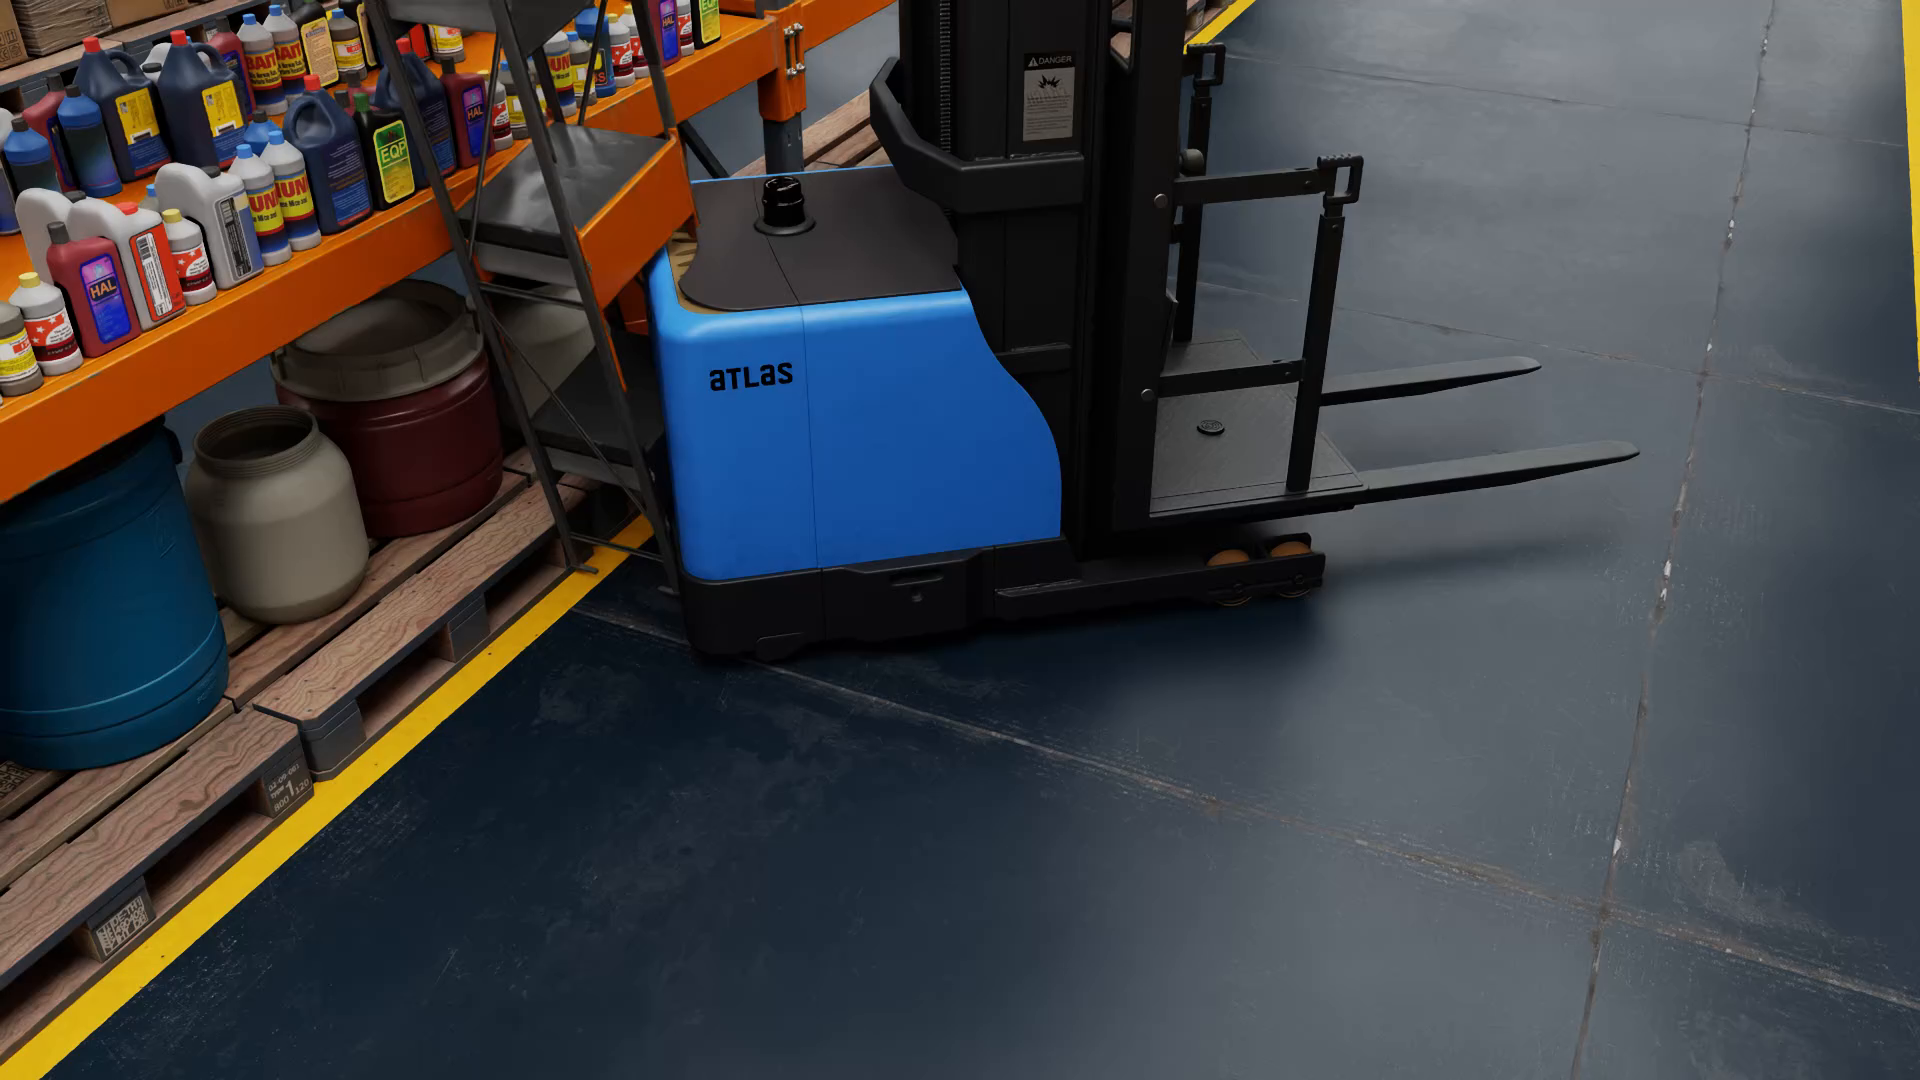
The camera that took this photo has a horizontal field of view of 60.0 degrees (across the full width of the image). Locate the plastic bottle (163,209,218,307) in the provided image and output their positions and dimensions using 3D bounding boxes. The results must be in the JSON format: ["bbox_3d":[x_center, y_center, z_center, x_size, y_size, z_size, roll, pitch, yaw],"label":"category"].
[{"bbox_3d":[-1.705,-0.625,3.649,0.097,0.201,0.097,0,33,0],"label":"plastic bottle"}]

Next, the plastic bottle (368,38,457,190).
[{"bbox_3d":[-1.397,-1.085,4.215,0.144,0.351,0.185,14,36,20],"label":"plastic bottle"}]

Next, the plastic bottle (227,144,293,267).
[{"bbox_3d":[-1.608,-0.770,3.806,0.097,0.271,0.097,0,33,0],"label":"plastic bottle"}]

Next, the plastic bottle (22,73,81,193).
[{"bbox_3d":[-2.262,-1.015,4.169,0.061,0.283,0.133,14,36,20],"label":"plastic bottle"}]

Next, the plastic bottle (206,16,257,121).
[{"bbox_3d":[-2.032,-1.289,4.587,0.061,0.283,0.133,14,36,20],"label":"plastic bottle"}]

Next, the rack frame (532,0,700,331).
[{"bbox_3d":[-0.899,-0.948,4.568,0.400,2.100,0.015,14,48,20],"label":"rack frame"}]

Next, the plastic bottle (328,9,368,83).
[{"bbox_3d":[-1.830,-1.472,4.940,0.097,0.201,0.097,0,33,0],"label":"plastic bottle"}]

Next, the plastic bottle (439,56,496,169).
[{"bbox_3d":[-1.292,-1.127,4.340,0.061,0.283,0.133,14,36,20],"label":"plastic bottle"}]

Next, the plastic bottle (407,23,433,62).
[{"bbox_3d":[-1.700,-1.621,5.099,0.152,0.276,0.135,14,36,20],"label":"plastic bottle"}]

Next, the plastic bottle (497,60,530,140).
[{"bbox_3d":[-1.220,-1.203,4.530,0.097,0.201,0.097,0,33,0],"label":"plastic bottle"}]

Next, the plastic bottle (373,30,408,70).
[{"bbox_3d":[-1.719,-1.553,5.001,0.097,0.271,0.097,0,33,0],"label":"plastic bottle"}]

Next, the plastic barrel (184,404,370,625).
[{"bbox_3d":[-1.849,-0.068,4.504,0.421,0.512,0.421,0,33,0],"label":"plastic barrel"}]

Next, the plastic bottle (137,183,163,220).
[{"bbox_3d":[-1.803,-0.708,3.776,0.097,0.201,0.097,0,33,0],"label":"plastic bottle"}]

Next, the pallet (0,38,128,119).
[{"bbox_3d":[-5.203,-2.403,8.723,1.003,0.211,1.213,14,36,20],"label":"pallet"}]

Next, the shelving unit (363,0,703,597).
[{"bbox_3d":[-0.997,-0.785,4.416,0.431,2.100,0.503,14,48,20],"label":"shelving unit"}]

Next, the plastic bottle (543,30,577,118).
[{"bbox_3d":[-1.138,-1.329,4.659,0.097,0.271,0.097,0,33,0],"label":"plastic bottle"}]

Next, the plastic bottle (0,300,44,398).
[{"bbox_3d":[-1.899,-0.394,3.297,0.097,0.201,0.097,0,33,0],"label":"plastic bottle"}]

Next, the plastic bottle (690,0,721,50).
[{"bbox_3d":[-0.814,-1.696,5.208,0.061,0.283,0.133,14,36,20],"label":"plastic bottle"}]

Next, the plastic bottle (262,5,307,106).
[{"bbox_3d":[-1.926,-1.386,4.745,0.097,0.271,0.097,0,33,0],"label":"plastic bottle"}]

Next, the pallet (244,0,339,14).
[{"bbox_3d":[-4.182,-3.619,10.576,1.003,0.211,1.213,14,36,20],"label":"pallet"}]

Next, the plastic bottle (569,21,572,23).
[{"bbox_3d":[-1.369,-1.816,5.397,0.152,0.276,0.135,14,36,20],"label":"plastic bottle"}]

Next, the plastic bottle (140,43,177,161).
[{"bbox_3d":[-2.087,-1.160,4.397,0.152,0.276,0.135,14,36,20],"label":"plastic bottle"}]

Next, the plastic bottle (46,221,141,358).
[{"bbox_3d":[-1.793,-0.530,3.430,0.061,0.283,0.133,14,36,20],"label":"plastic bottle"}]

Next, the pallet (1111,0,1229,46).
[{"bbox_3d":[0.960,-3.195,9.931,1.003,0.211,1.213,14,36,20],"label":"pallet"}]

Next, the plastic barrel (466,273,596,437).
[{"bbox_3d":[-1.376,-0.630,5.362,0.421,0.512,0.421,0,33,0],"label":"plastic barrel"}]

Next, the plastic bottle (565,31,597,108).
[{"bbox_3d":[-1.098,-1.348,4.752,0.097,0.201,0.097,0,33,0],"label":"plastic bottle"}]

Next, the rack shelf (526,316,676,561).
[{"bbox_3d":[-0.929,-0.278,4.914,0.431,0.518,0.480,14,48,20],"label":"rack shelf"}]

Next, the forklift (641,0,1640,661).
[{"bbox_3d":[0.607,-1.304,4.565,3.031,2.935,1.130,-7,34,-11],"label":"forklift"}]

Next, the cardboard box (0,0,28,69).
[{"bbox_3d":[-5.269,-2.658,8.446,0.700,0.500,0.500,12,35,18],"label":"cardboard box"}]

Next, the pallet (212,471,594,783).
[{"bbox_3d":[-1.836,0.129,4.860,1.003,0.211,1.213,14,36,20],"label":"pallet"}]

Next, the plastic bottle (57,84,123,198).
[{"bbox_3d":[-2.183,-1.001,4.158,0.097,0.271,0.097,0,33,0],"label":"plastic bottle"}]

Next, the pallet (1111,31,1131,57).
[{"bbox_3d":[0.348,-2.470,8.825,1.003,0.211,1.213,14,36,20],"label":"pallet"}]

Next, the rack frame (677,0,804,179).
[{"bbox_3d":[-1.032,-2.044,5.632,1.000,3.000,0.127,14,36,20],"label":"rack frame"}]

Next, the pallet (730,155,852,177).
[{"bbox_3d":[-0.673,-1.255,6.972,1.003,0.211,1.213,14,36,20],"label":"pallet"}]

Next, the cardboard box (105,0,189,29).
[{"bbox_3d":[-4.817,-3.221,9.305,0.700,0.500,0.500,17,37,24],"label":"cardboard box"}]

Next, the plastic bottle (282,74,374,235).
[{"bbox_3d":[-1.530,-0.927,3.973,0.144,0.351,0.185,14,36,20],"label":"plastic bottle"}]

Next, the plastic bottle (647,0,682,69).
[{"bbox_3d":[-0.910,-1.581,5.032,0.061,0.283,0.133,14,36,20],"label":"plastic bottle"}]

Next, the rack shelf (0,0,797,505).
[{"bbox_3d":[-1.869,-0.747,4.310,1.077,0.370,4.000,14,36,20],"label":"rack shelf"}]

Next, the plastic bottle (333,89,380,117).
[{"bbox_3d":[-1.481,-0.982,4.119,0.061,0.283,0.133,14,36,20],"label":"plastic bottle"}]

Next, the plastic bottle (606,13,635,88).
[{"bbox_3d":[-1.016,-1.445,4.900,0.097,0.201,0.097,0,33,0],"label":"plastic bottle"}]
